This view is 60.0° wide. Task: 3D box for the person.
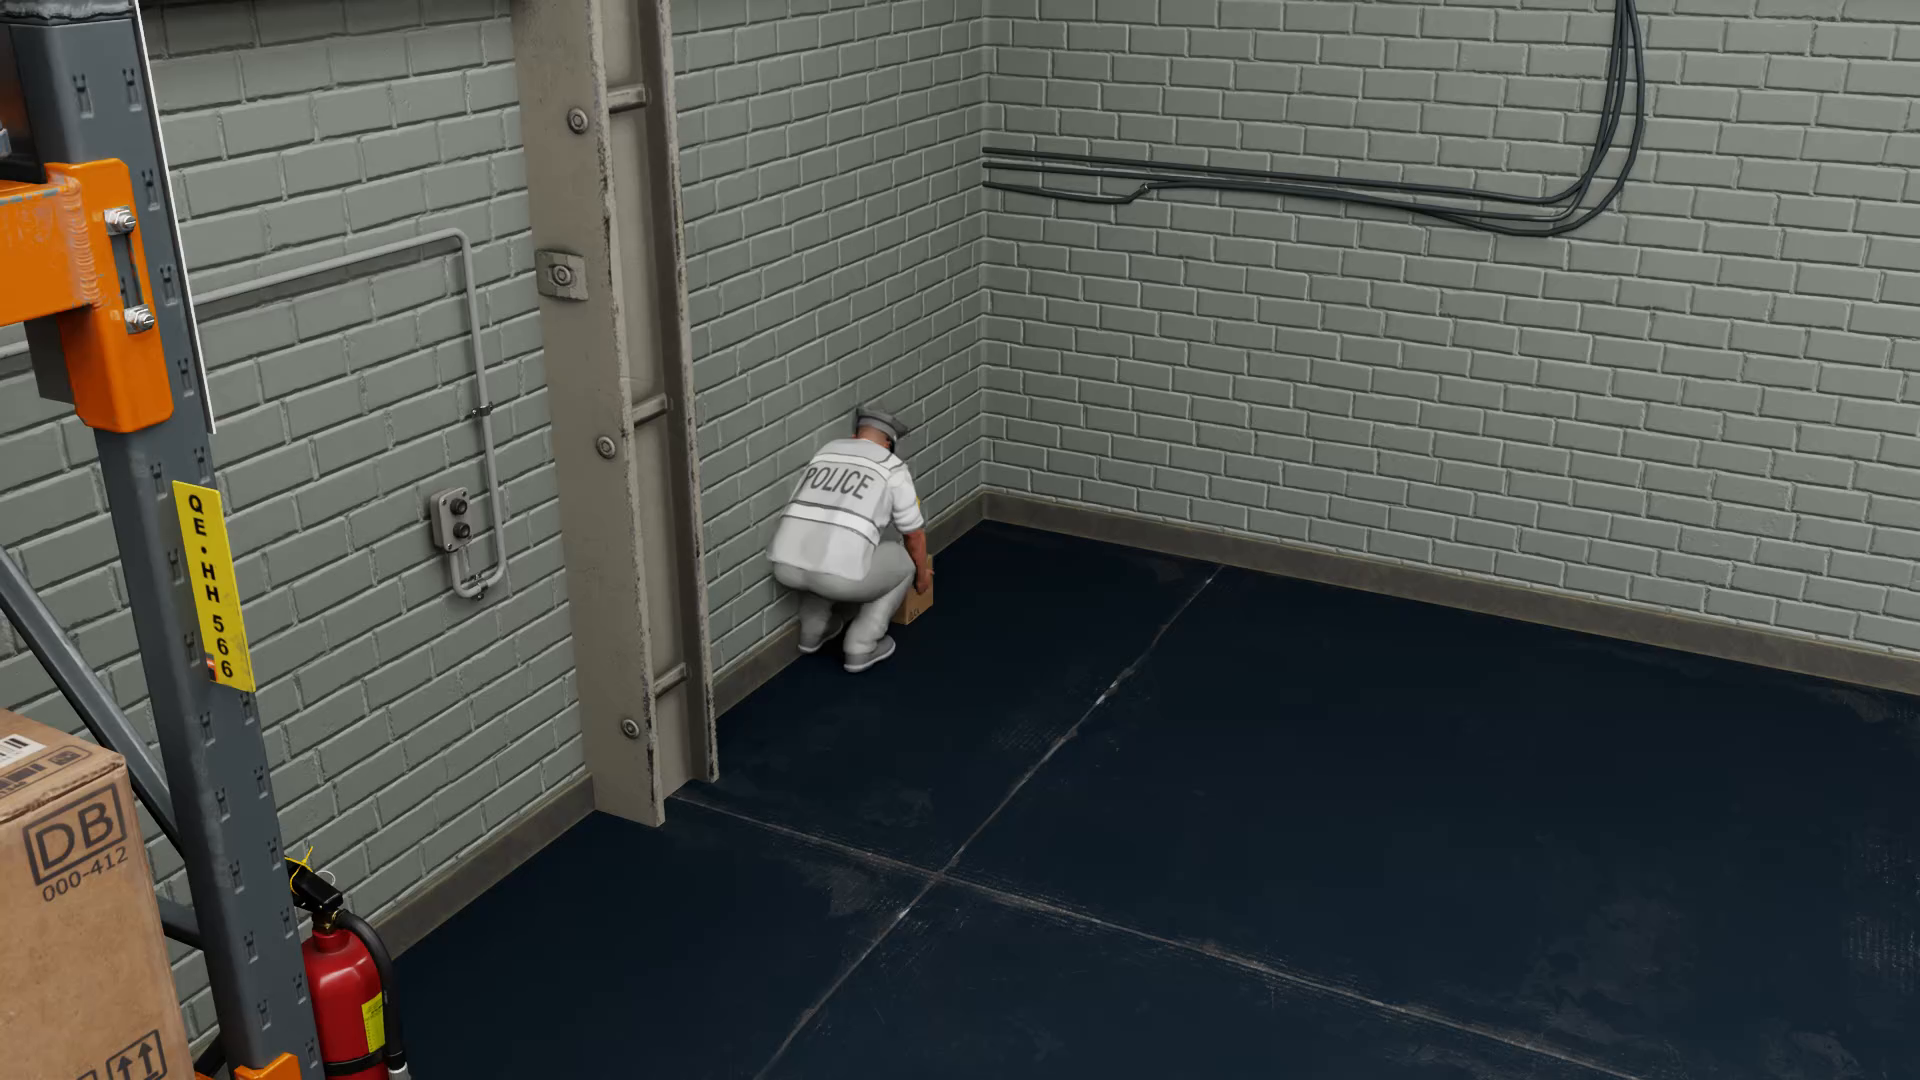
[{"bbox_3d":[-0.475,-0.009,7.129,0.565,0.973,0.950,11,25,25],"label":"person"}]
